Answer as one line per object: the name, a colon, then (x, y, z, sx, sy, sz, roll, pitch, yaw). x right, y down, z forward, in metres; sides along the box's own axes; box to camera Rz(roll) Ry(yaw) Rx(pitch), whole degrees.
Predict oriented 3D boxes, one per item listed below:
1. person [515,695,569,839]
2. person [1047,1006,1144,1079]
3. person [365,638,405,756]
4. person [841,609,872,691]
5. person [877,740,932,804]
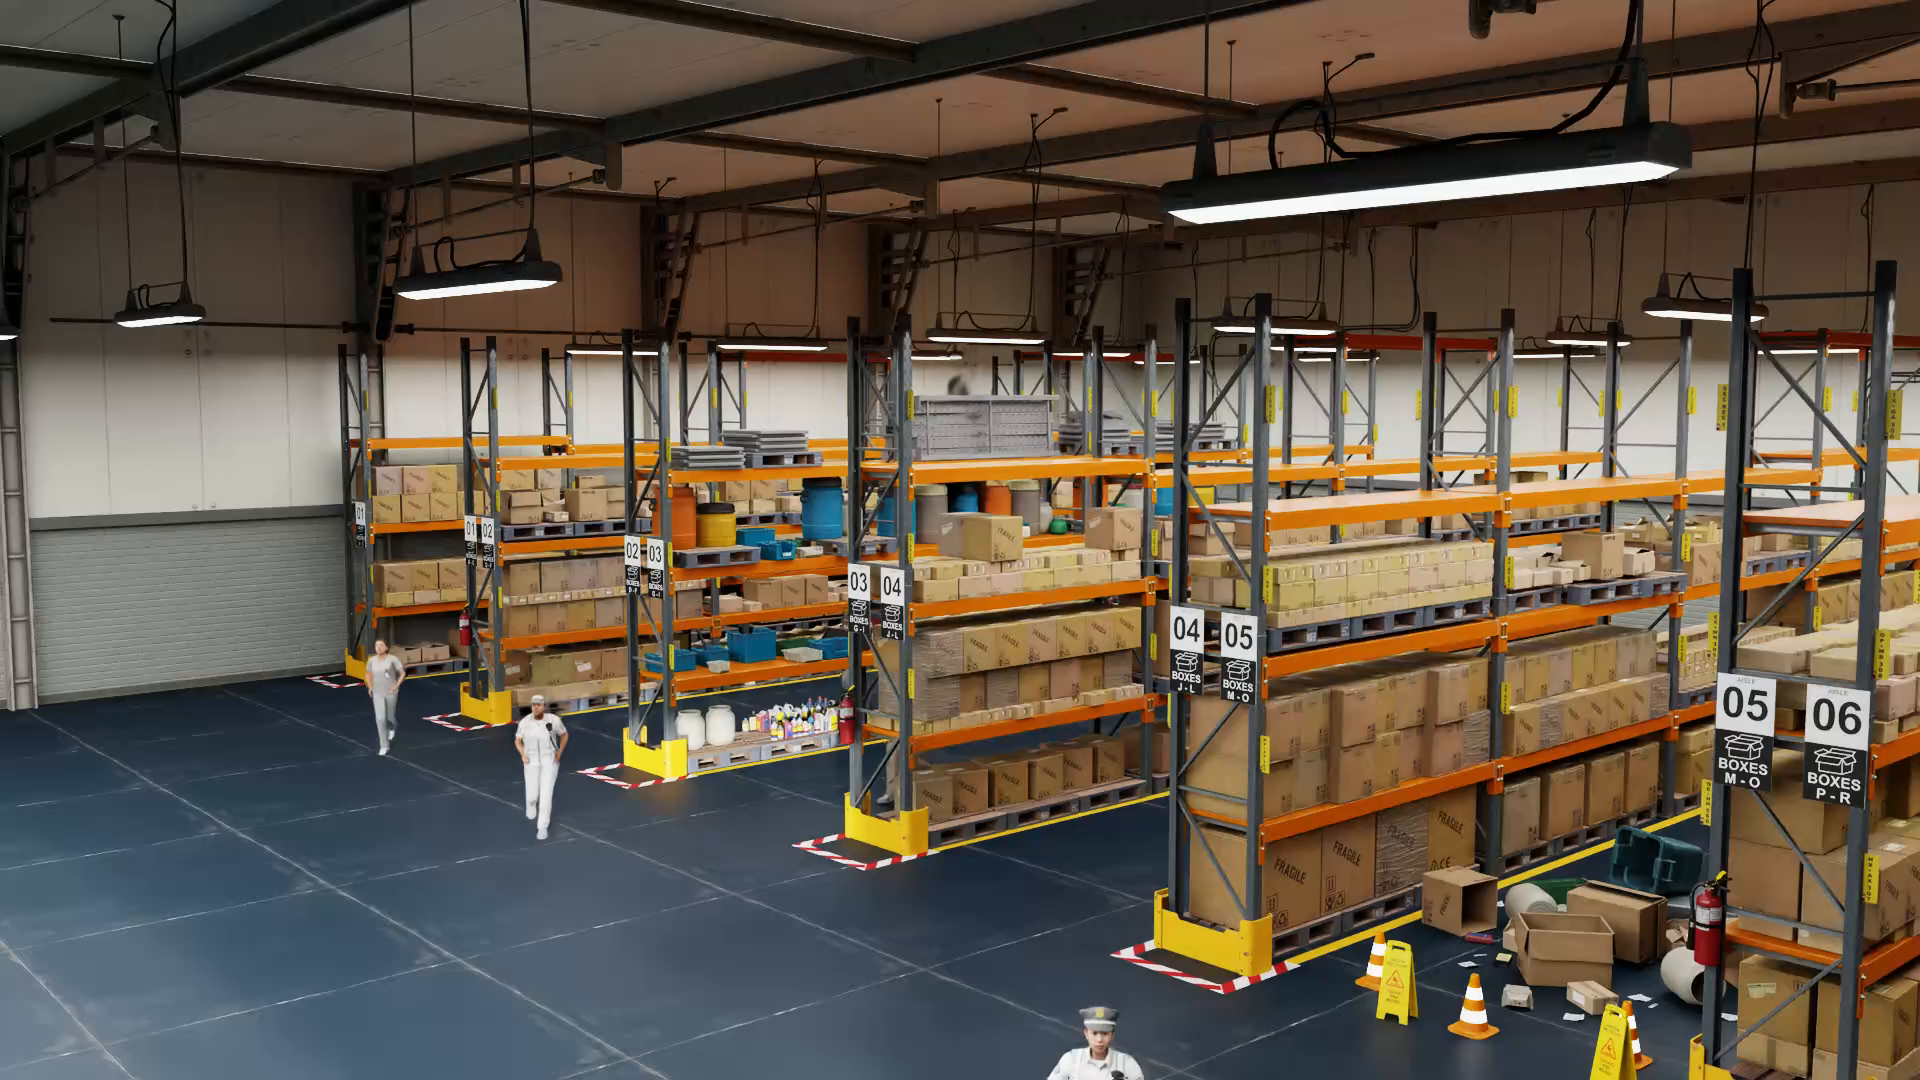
person: (-4.897, 2.618, 19.509, 0.612, 1.659, 0.727, -1, 5, -8)
person: (0.792, 3.469, 9.537, 0.624, 1.669, 0.877, 0, 5, 5)
person: (-8.233, 2.210, 23.855, 0.563, 1.666, 0.755, -1, 5, -8)
person: (-1.779, 1.939, 26.737, 0.627, 1.673, 0.609, -5, 7, -42)
person: (-0.673, 2.421, 20.914, 0.919, 1.708, 0.665, -4, 7, -39)
